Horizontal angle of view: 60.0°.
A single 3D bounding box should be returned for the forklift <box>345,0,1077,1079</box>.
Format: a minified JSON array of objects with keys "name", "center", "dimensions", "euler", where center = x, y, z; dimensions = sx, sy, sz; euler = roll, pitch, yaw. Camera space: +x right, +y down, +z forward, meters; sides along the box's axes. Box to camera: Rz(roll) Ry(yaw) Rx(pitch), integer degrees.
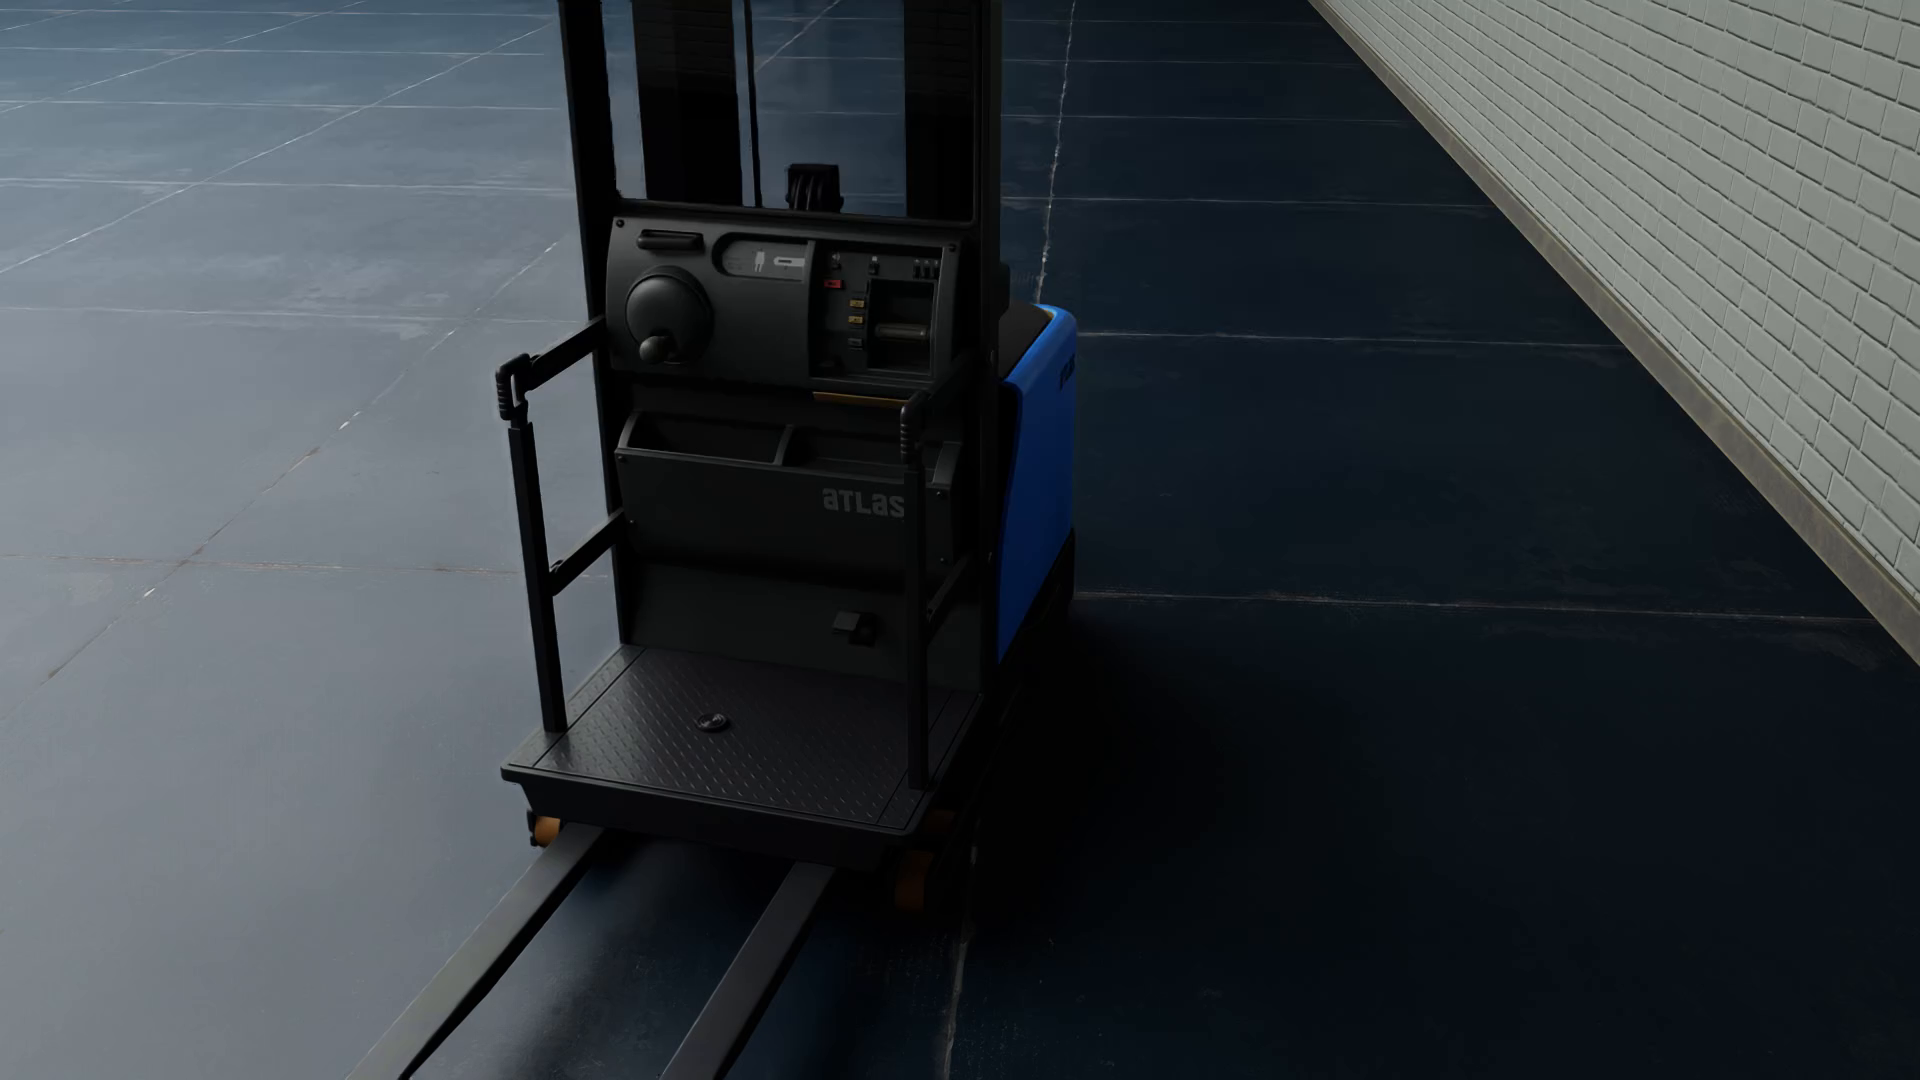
[{"name":"forklift","center":[-0.507,-0.567,3.976],"dimensions":[1.130,2.935,3.031],"euler":[7,26,14]}]
